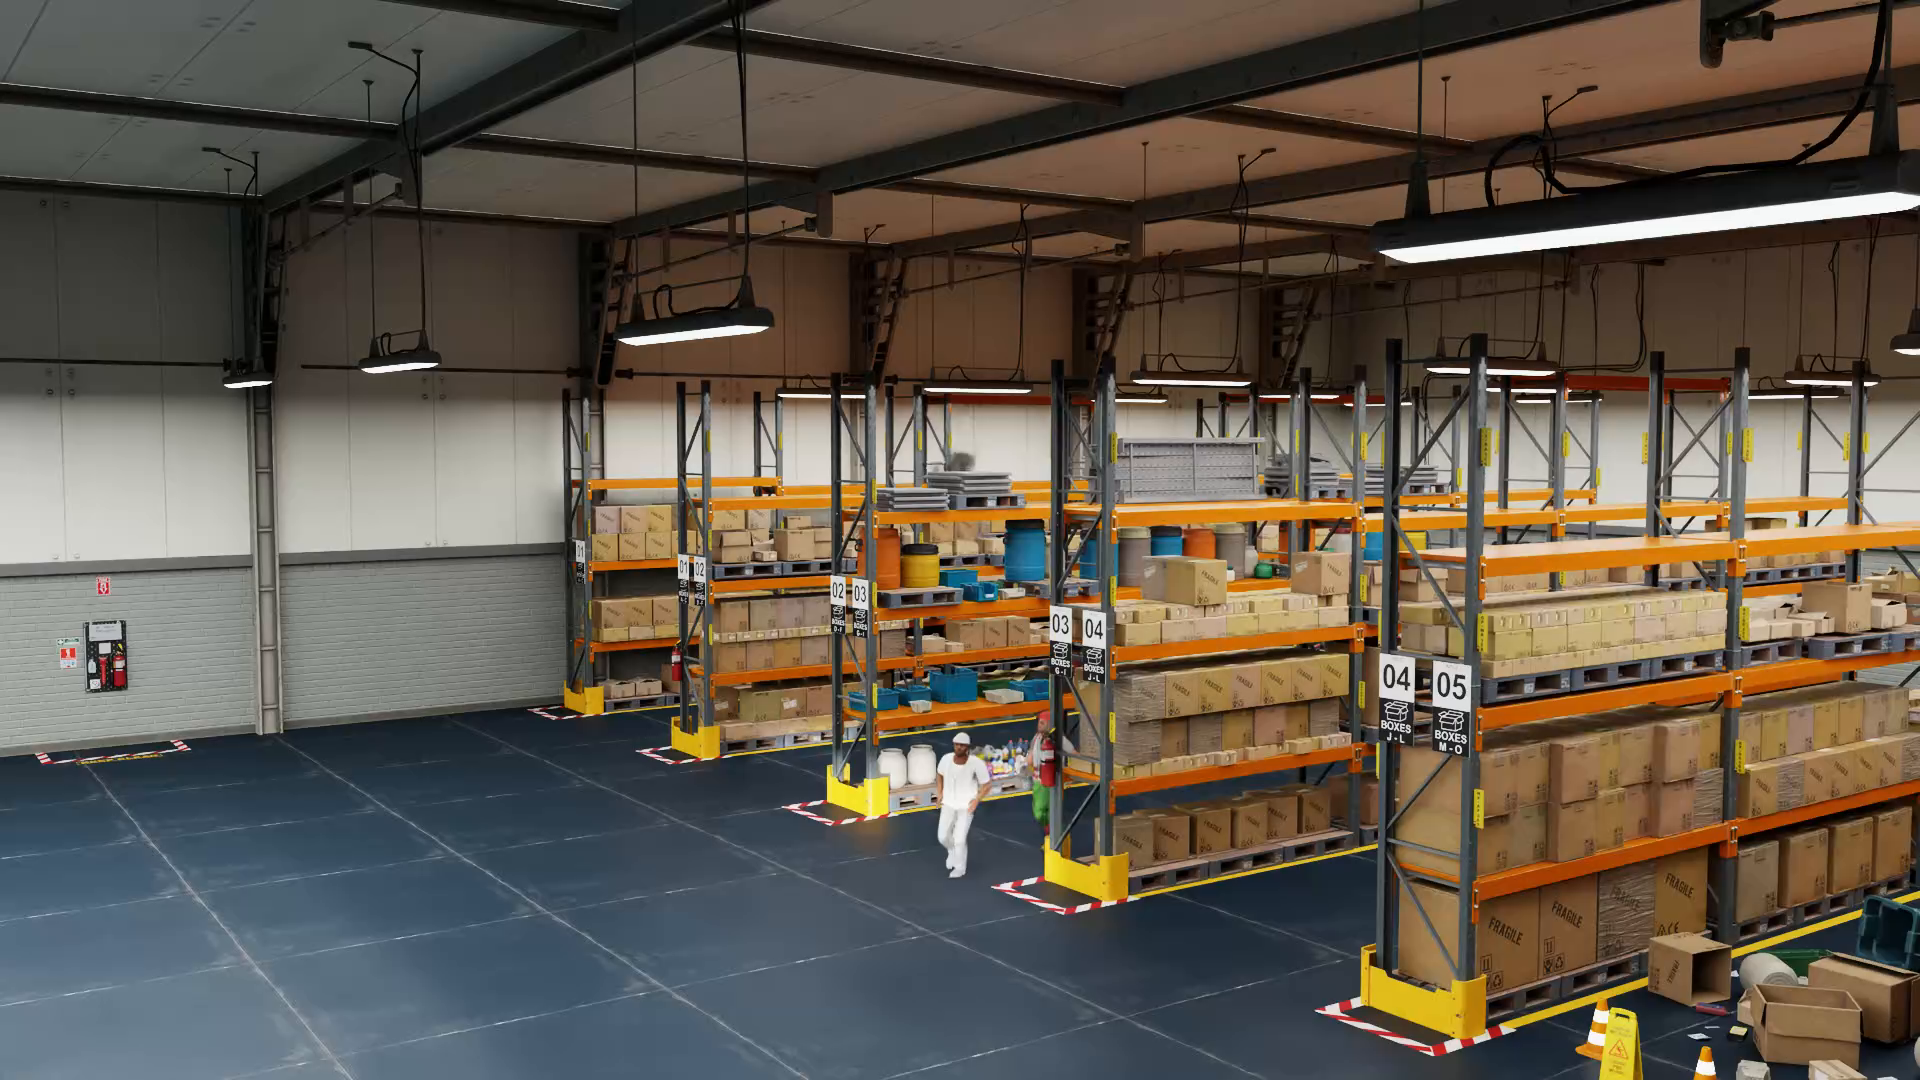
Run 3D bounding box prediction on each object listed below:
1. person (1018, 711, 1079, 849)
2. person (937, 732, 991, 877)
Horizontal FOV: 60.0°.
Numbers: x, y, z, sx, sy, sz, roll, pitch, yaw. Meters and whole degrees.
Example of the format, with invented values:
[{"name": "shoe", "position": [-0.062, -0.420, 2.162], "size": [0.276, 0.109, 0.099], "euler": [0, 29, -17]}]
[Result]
[{"name": "person", "position": [1.030, 2.967, 20.356], "size": [0.615, 1.742, 0.699], "euler": [-3, 5, -36]}, {"name": "person", "position": [0.011, 3.076, 19.311], "size": [0.702, 1.718, 0.557], "euler": [1, 4, 22]}]
